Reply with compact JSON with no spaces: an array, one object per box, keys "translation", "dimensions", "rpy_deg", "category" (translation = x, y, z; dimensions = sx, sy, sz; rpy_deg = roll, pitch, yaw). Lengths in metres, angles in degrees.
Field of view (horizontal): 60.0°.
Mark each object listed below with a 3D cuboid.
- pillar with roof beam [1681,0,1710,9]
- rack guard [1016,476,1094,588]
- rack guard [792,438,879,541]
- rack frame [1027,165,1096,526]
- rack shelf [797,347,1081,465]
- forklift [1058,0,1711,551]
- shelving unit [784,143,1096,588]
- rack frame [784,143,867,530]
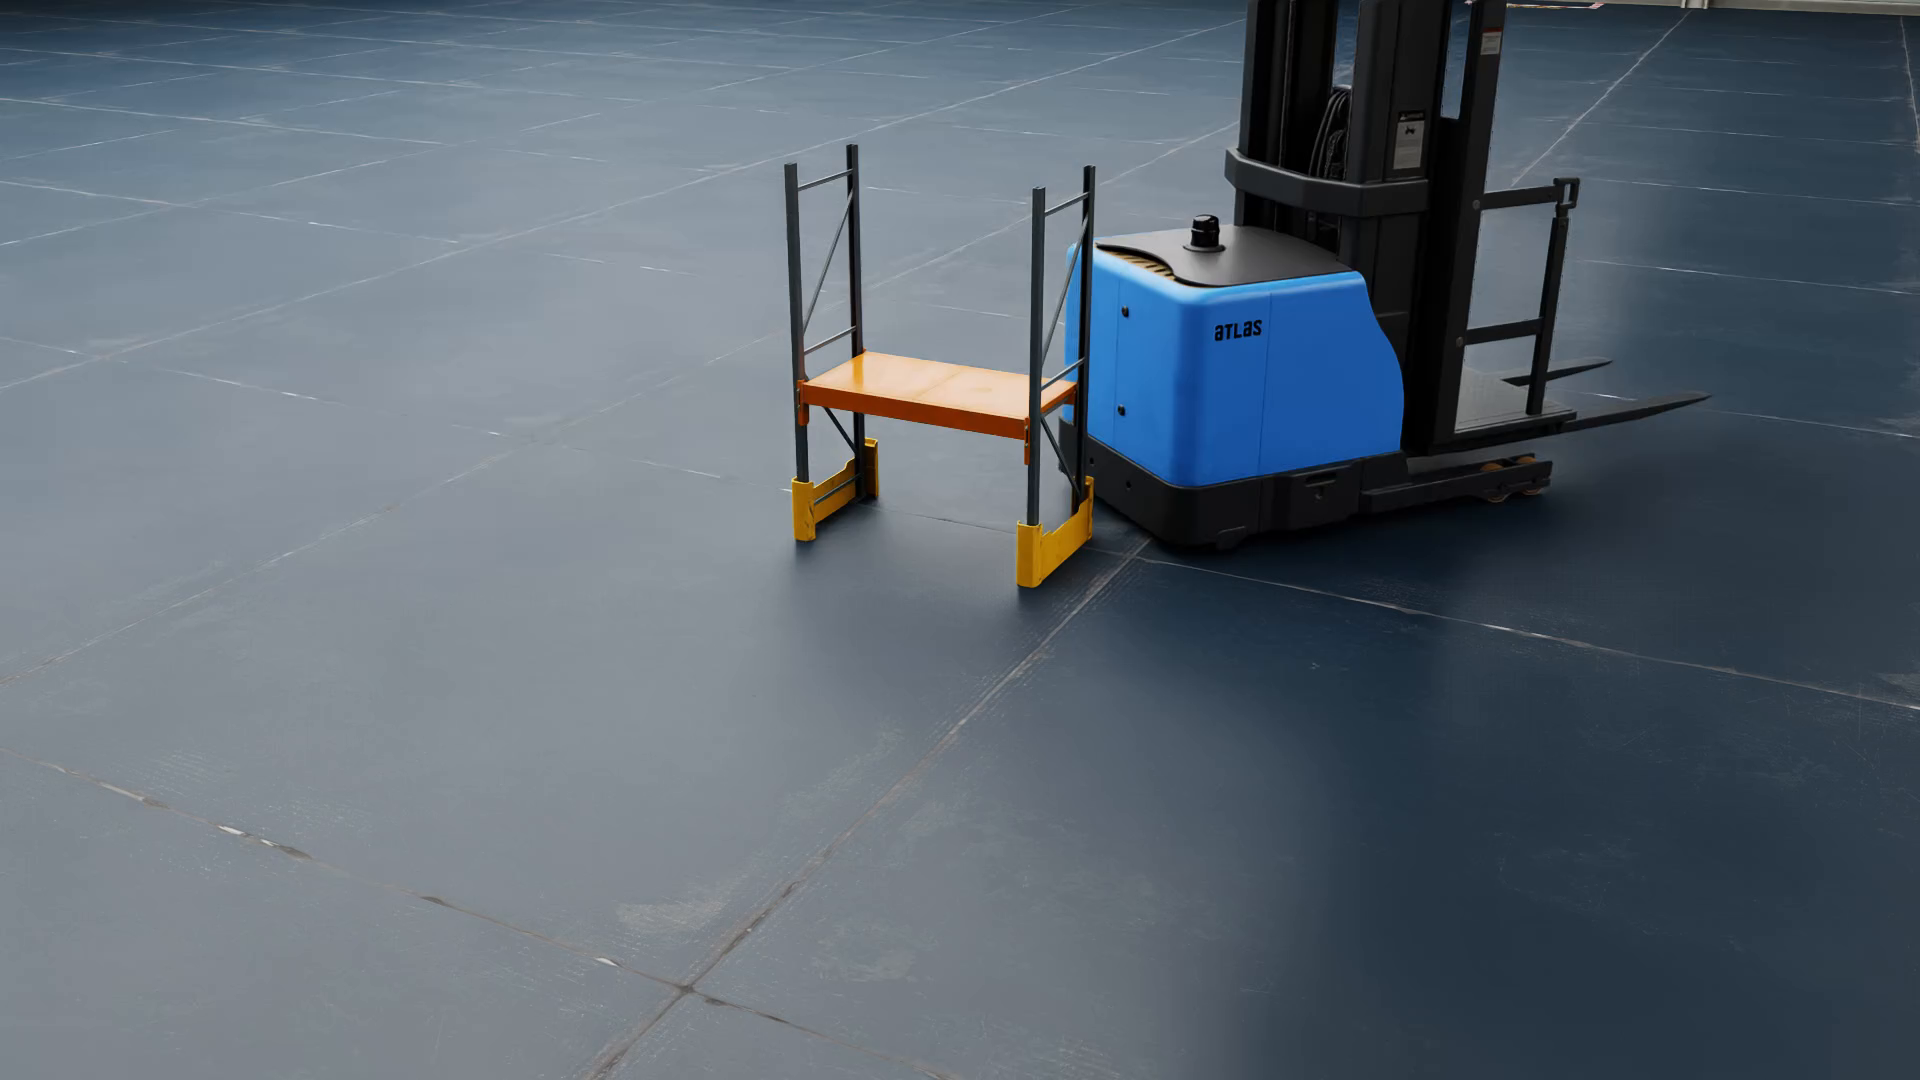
[{"translation":[10.102,-11.368,21.964],"dimensions":[0.400,9.000,9.100],"rpy_deg":[11,25,25],"category":"pillar with roof beam"},{"translation":[0.376,-0.041,6.507],"dimensions":[0.087,0.250,0.587],"rpy_deg":[11,25,25],"category":"rack guard"},{"translation":[-0.512,-0.216,6.921],"dimensions":[0.087,0.250,0.587],"rpy_deg":[11,25,25],"category":"rack guard"},{"translation":[0.378,-0.615,6.262],"dimensions":[0.032,1.500,0.500],"rpy_deg":[11,25,25],"category":"rack frame"},{"translation":[-0.076,-0.540,6.544],"dimensions":[1.000,0.185,0.538],"rpy_deg":[11,25,25],"category":"rack shelf"},{"translation":[1.988,-1.683,6.944],"dimensions":[3.031,2.935,1.130],"rpy_deg":[-10,25,-23],"category":"forklift"},{"translation":[6.752,0.508,3.238],"dimensions":[16.366,1.800,0.587],"rpy_deg":[11,25,25],"category":"shelving unit"},{"translation":[6.751,0.512,3.228],"dimensions":[16.358,1.800,0.520],"rpy_deg":[11,25,25],"category":"rack frame"}]
